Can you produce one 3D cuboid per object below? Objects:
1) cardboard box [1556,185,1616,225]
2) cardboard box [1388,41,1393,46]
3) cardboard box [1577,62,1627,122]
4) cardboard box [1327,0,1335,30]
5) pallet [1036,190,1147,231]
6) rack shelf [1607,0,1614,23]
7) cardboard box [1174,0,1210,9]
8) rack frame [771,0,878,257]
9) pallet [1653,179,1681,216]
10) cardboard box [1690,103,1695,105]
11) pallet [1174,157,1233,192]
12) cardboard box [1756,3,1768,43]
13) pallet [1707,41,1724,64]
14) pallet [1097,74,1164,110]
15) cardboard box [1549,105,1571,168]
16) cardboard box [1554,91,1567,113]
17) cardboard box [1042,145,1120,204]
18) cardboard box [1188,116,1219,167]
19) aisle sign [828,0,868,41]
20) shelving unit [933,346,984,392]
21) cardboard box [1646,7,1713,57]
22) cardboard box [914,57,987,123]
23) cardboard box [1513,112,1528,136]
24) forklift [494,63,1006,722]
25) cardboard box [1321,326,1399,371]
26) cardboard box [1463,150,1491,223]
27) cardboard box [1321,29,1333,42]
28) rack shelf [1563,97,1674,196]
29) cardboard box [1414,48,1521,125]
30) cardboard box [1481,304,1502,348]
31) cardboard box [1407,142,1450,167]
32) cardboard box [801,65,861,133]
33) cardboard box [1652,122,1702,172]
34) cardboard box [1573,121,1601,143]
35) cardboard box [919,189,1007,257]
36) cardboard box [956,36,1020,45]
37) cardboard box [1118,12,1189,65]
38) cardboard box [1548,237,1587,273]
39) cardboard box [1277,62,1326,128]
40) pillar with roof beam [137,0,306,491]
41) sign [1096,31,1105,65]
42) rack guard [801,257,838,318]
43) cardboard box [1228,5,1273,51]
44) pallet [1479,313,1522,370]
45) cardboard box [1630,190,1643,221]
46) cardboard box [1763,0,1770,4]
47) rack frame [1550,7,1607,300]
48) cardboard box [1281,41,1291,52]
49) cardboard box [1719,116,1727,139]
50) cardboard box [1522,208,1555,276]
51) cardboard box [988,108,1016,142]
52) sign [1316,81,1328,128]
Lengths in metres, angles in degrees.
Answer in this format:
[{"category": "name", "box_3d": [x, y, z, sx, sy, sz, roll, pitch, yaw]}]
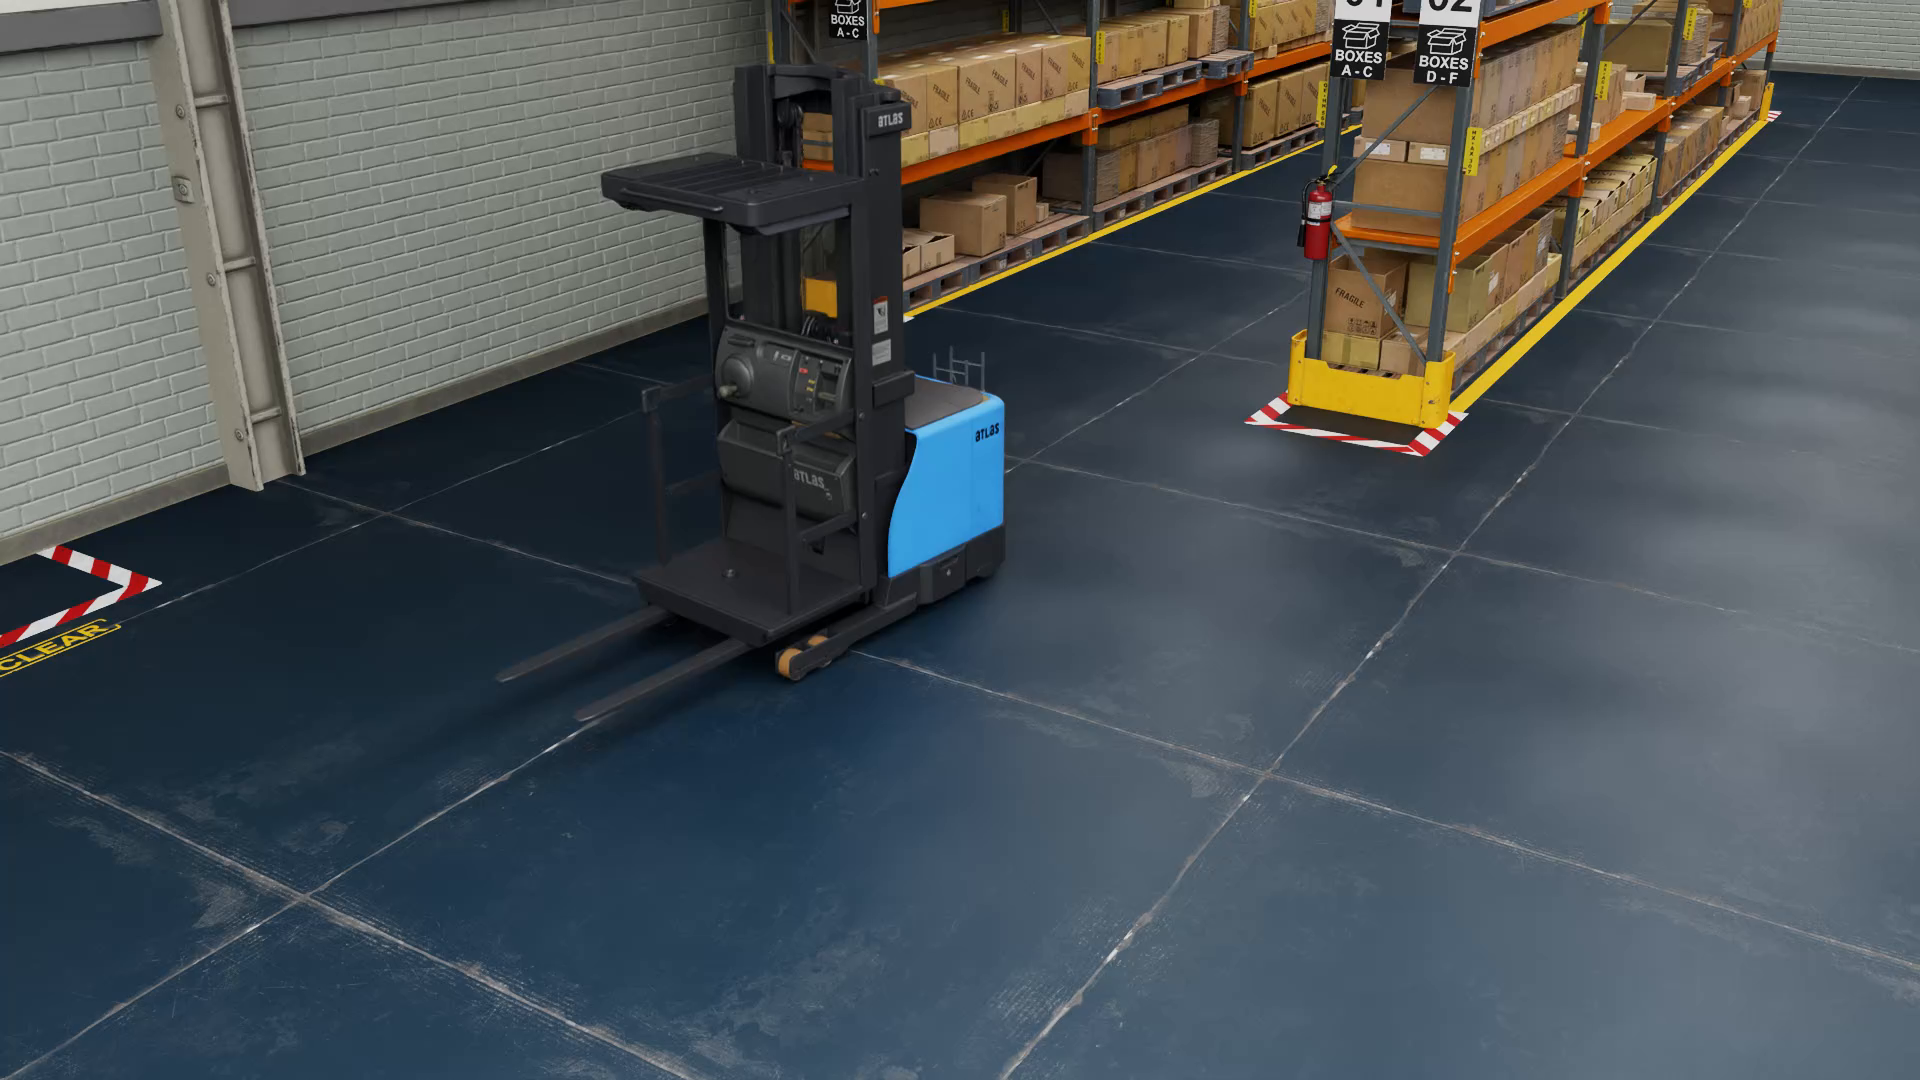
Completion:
[{"category": "cardboard box", "box_3d": [6.148, -3.335, 16.405, 0.500, 0.311, 0.500, 13, 27, 27]}, {"category": "cardboard box", "box_3d": [6.643, -7.803, 26.300, 0.380, 0.149, 0.250, 14, 27, 29]}, {"category": "cardboard box", "box_3d": [6.417, -4.543, 16.843, 0.500, 0.500, 0.500, 12, 26, 26]}, {"category": "cardboard box", "box_3d": [4.898, -7.262, 22.725, 0.500, 0.500, 0.500, 14, 27, 29]}, {"category": "pallet", "box_3d": [1.377, -3.737, 18.617, 1.003, 0.211, 1.213, 14, 27, 29]}, {"category": "rack shelf", "box_3d": [6.233, -5.438, 16.166, 1.077, 0.370, 4.000, 14, 27, 29]}, {"category": "cardboard box", "box_3d": [2.764, -6.415, 19.796, 0.380, 0.149, 0.250, 9, 25, 20]}, {"category": "rack frame", "box_3d": [-1.142, -3.404, 14.337, 1.000, 3.000, 0.127, 14, 27, 29]}, {"category": "pallet", "box_3d": [7.714, -4.031, 19.296, 1.003, 0.211, 1.213, 14, 27, 29]}, {"category": "cardboard box", "box_3d": [9.853, -5.890, 22.910, 0.500, 0.311, 0.500, 14, 27, 29]}, {"category": "pallet", "box_3d": [2.664, -4.561, 20.519, 1.003, 0.211, 1.213, 14, 27, 29]}, {"category": "cardboard box", "box_3d": [10.699, -7.092, 22.730, 0.500, 0.500, 0.500, 13, 27, 28]}, {"category": "pallet", "box_3d": [8.884, -6.082, 20.765, 1.003, 0.211, 1.213, 14, 27, 29]}, {"category": "pallet", "box_3d": [1.495, -4.893, 18.019, 1.003, 0.211, 1.213, 14, 27, 29]}, {"category": "cardboard box", "box_3d": [4.950, -3.612, 14.691, 0.700, 0.500, 0.500, 13, 27, 28]}, {"category": "cardboard box", "box_3d": [4.949, -3.752, 14.198, 0.380, 0.149, 0.250, 13, 27, 27]}, {"category": "cardboard box", "box_3d": [1.342, -4.060, 18.446, 0.700, 0.500, 0.500, 15, 28, 31]}, {"category": "cardboard box", "box_3d": [2.742, -4.905, 20.396, 0.700, 0.500, 0.500, 14, 27, 30]}, {"category": "aisle sign", "box_3d": [-0.925, -4.509, 13.619, 0.394, 0.787, 0.004, 14, 27, 29]}, {"category": "shelving unit", "box_3d": [-0.008, -0.546, 10.000, 0.258, 1.200, 0.189, 14, 27, 29]}, {"category": "cardboard box", "box_3d": [8.519, -6.046, 19.787, 0.700, 0.500, 0.500, 7, 24, 16]}, {"category": "cardboard box", "box_3d": [-0.088, -4.124, 15.220, 0.500, 0.500, 0.500, 13, 27, 27]}, {"category": "cardboard box", "box_3d": [4.270, -3.316, 13.192, 0.380, 0.149, 0.250, 14, 27, 29]}, {"category": "forklift", "box_3d": [-1.059, -0.844, 8.510, 1.130, 2.935, 3.031, 18, 29, 36]}, {"category": "cardboard box", "box_3d": [3.100, -1.541, 12.965, 0.500, 0.250, 0.500, 14, 27, 29]}, {"category": "cardboard box", "box_3d": [3.598, -2.746, 12.691, 0.700, 0.500, 0.500, 15, 27, 30]}, {"category": "cardboard box", "box_3d": [4.873, -6.905, 22.715, 0.380, 0.149, 0.250, 14, 27, 29]}, {"category": "rack shelf", "box_3d": [6.233, -4.062, 16.762, 1.077, 0.370, 4.000, 14, 27, 29]}, {"category": "cardboard box", "box_3d": [3.891, -3.530, 12.869, 0.700, 0.500, 0.500, 14, 27, 29]}, {"category": "cardboard box", "box_3d": [4.065, -1.770, 13.496, 0.500, 0.250, 0.500, 14, 27, 29]}, {"category": "cardboard box", "box_3d": [3.458, -2.798, 11.994, 0.380, 0.149, 0.250, 14, 27, 29]}, {"category": "cardboard box", "box_3d": [-1.074, -3.892, 14.684, 0.500, 0.500, 0.500, 14, 27, 28]}, {"category": "cardboard box", "box_3d": [8.582, -4.739, 20.013, 0.500, 0.500, 0.500, 13, 27, 27]}, {"category": "cardboard box", "box_3d": [5.819, -3.858, 15.702, 0.380, 0.149, 0.250, 14, 27, 29]}, {"category": "cardboard box", "box_3d": [0.029, -3.103, 16.234, 0.700, 0.500, 0.500, 12, 26, 26]}, {"category": "cardboard box", "box_3d": [0.266, -4.750, 16.665, 0.500, 0.500, 0.500, 14, 27, 29]}, {"category": "cardboard box", "box_3d": [2.200, -5.766, 19.113, 0.700, 0.500, 0.500, 14, 27, 29]}, {"category": "cardboard box", "box_3d": [5.602, -2.732, 15.717, 0.500, 0.250, 0.500, 13, 27, 28]}, {"category": "cardboard box", "box_3d": [4.489, -6.113, 22.772, 0.750, 0.750, 0.750, 15, 27, 31]}, {"category": "pillar with roof beam", "box_3d": [-1.015, -3.647, 7.347, 9.100, 9.000, 0.400, 14, 27, 29]}, {"category": "sign", "box_3d": [1.433, -5.040, 17.026, 0.100, 0.325, 0.005, 14, 27, 29]}, {"category": "rack guard", "box_3d": [-1.102, -2.282, 14.892, 1.175, 0.500, 0.348, 14, 27, 29]}, {"category": "cardboard box", "box_3d": [3.551, -6.406, 20.746, 0.500, 0.500, 0.500, 15, 27, 30]}, {"category": "pallet", "box_3d": [4.080, -1.764, 14.059, 1.003, 0.211, 1.213, 14, 27, 29]}, {"category": "cardboard box", "box_3d": [6.949, -3.594, 17.710, 0.500, 0.250, 0.500, 14, 27, 28]}, {"category": "cardboard box", "box_3d": [10.701, -7.544, 22.516, 0.500, 0.500, 0.500, 15, 27, 31]}, {"category": "rack frame", "box_3d": [5.178, -3.717, 15.060, 1.000, 3.000, 0.127, 14, 27, 29]}, {"category": "cardboard box", "box_3d": [4.103, -6.500, 21.781, 0.380, 0.149, 0.250, 14, 27, 30]}, {"category": "cardboard box", "box_3d": [9.803, -5.481, 21.967, 0.500, 0.311, 0.500, 14, 27, 29]}, {"category": "cardboard box", "box_3d": [4.846, -2.623, 14.522, 0.500, 0.500, 0.500, 14, 27, 29]}, {"category": "cardboard box", "box_3d": [0.189, -3.961, 15.788, 0.500, 0.250, 0.500, 14, 27, 29]}, {"category": "sign", "box_3d": [2.615, -3.125, 11.938, 0.100, 0.325, 0.005, 14, 27, 29]}]
